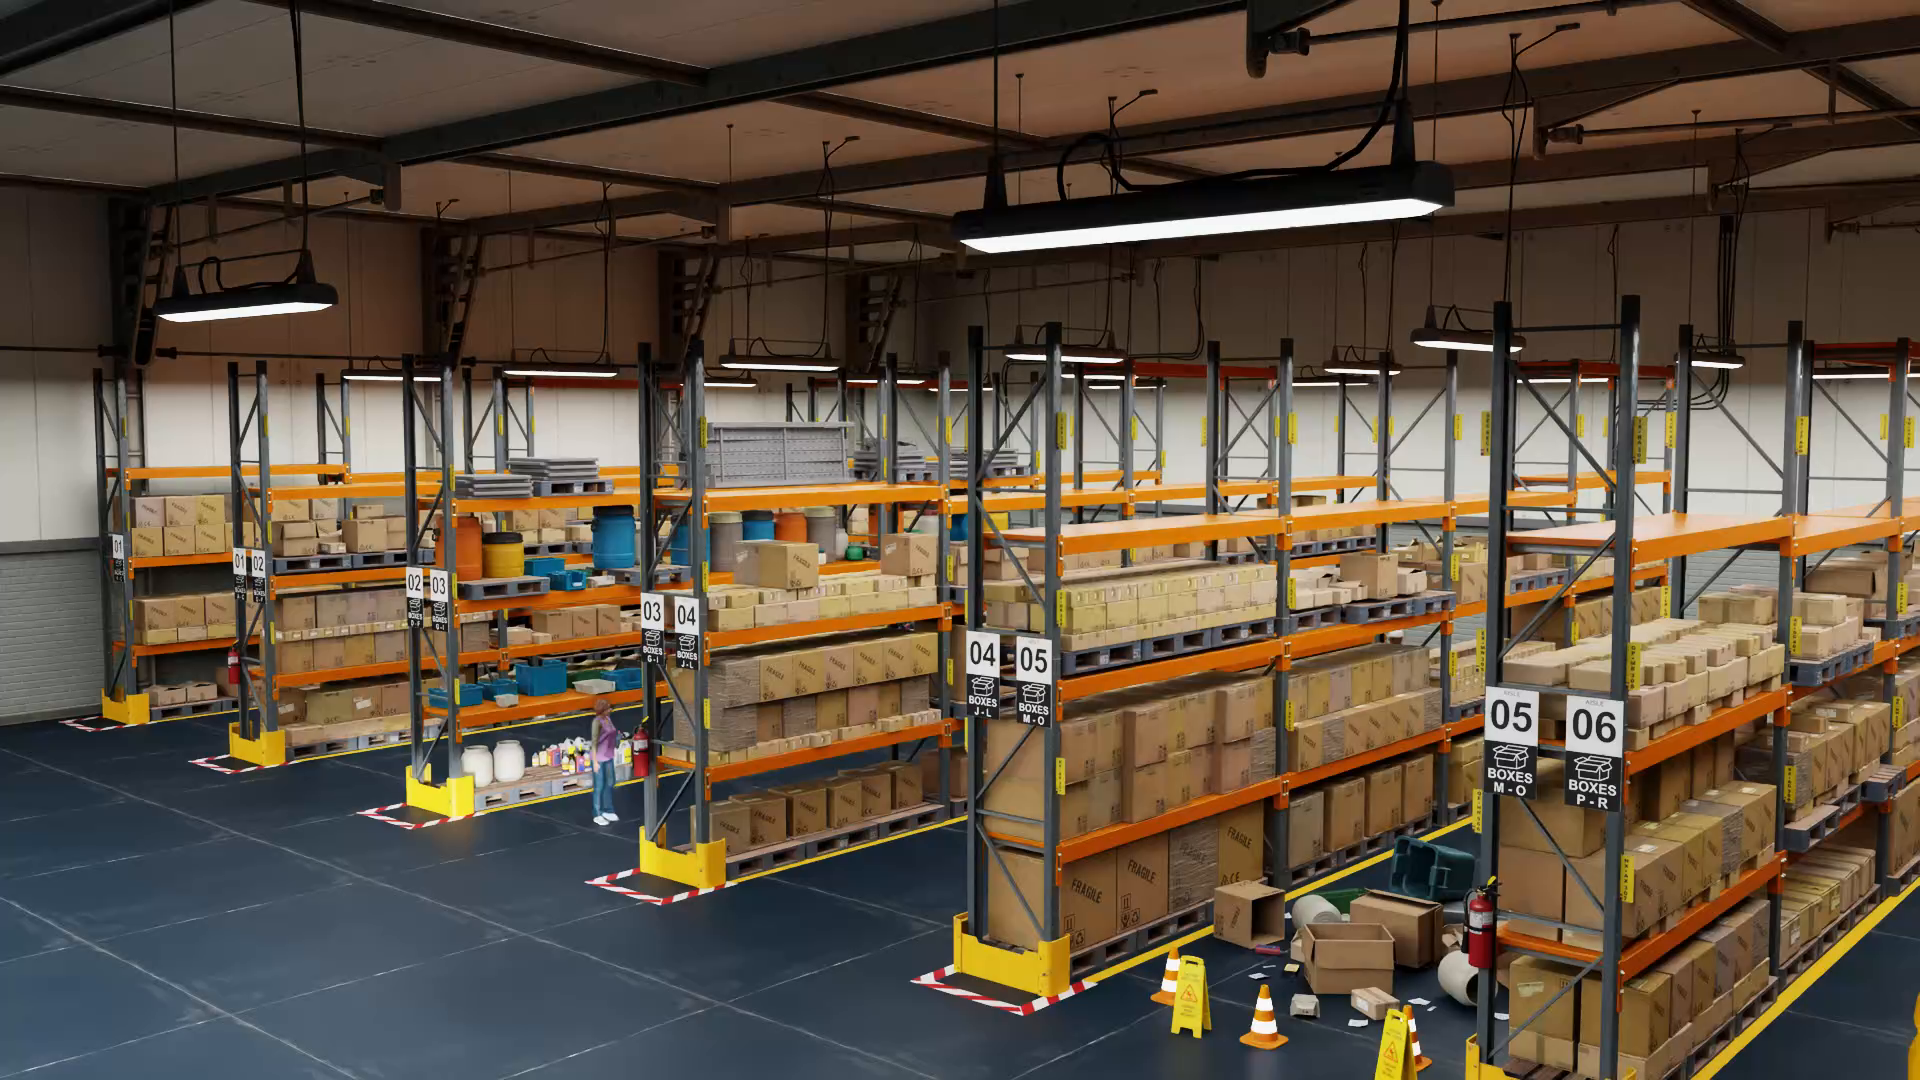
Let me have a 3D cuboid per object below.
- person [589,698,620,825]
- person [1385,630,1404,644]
[{"bbox_3d":[-4.562,2.846,21.219,0.324,1.648,0.480,1,4,16],"label":"person"},{"bbox_3d":[6.999,2.302,26.815,0.583,1.772,0.405,-3,5,-33],"label":"person"}]
